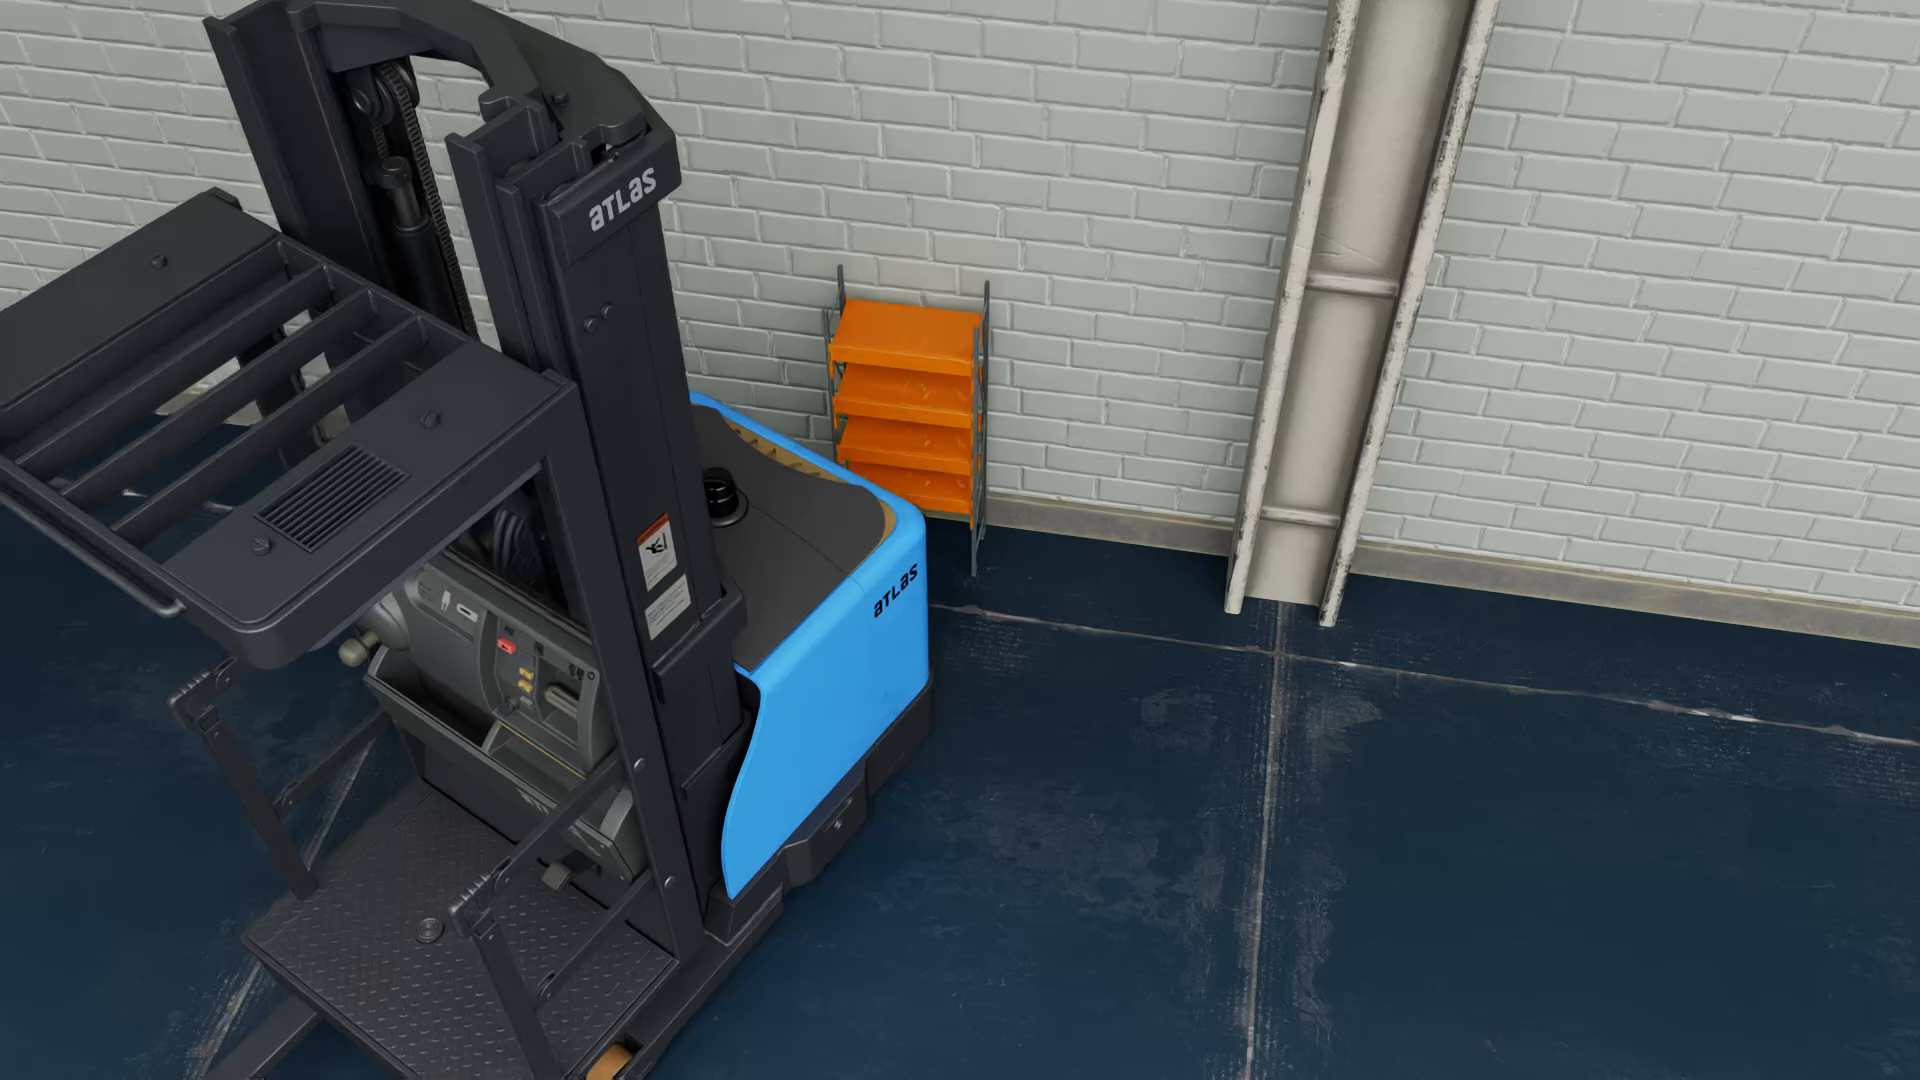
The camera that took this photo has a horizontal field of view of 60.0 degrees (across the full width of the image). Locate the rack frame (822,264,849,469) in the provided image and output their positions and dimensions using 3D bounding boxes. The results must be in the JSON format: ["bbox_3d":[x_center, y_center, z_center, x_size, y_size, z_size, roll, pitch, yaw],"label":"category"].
[{"bbox_3d":[-0.411,-0.415,5.816,0.015,1.200,0.240,7,49,6],"label":"rack frame"}]

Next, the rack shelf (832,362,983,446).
[{"bbox_3d":[-0.171,-0.489,5.672,0.480,0.148,0.258,7,49,6],"label":"rack shelf"}]

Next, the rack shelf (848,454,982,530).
[{"bbox_3d":[-0.171,-0.207,5.986,0.480,0.148,0.258,7,49,6],"label":"rack shelf"}]

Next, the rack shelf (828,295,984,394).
[{"bbox_3d":[-0.171,-0.646,5.496,0.480,0.148,0.258,7,49,6],"label":"rack shelf"}]

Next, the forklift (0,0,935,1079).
[{"bbox_3d":[-1.349,0.339,3.975,1.130,2.935,3.031,28,54,23],"label":"forklift"}]

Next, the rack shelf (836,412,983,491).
[{"bbox_3d":[-0.171,-0.339,5.838,0.480,0.148,0.258,7,49,6],"label":"rack shelf"}]

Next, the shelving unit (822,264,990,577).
[{"bbox_3d":[-0.171,-0.384,5.788,0.503,1.200,0.258,7,49,6],"label":"shelving unit"}]

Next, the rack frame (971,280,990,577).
[{"bbox_3d":[0.070,-0.354,5.761,0.015,1.200,0.240,7,49,6],"label":"rack frame"}]
